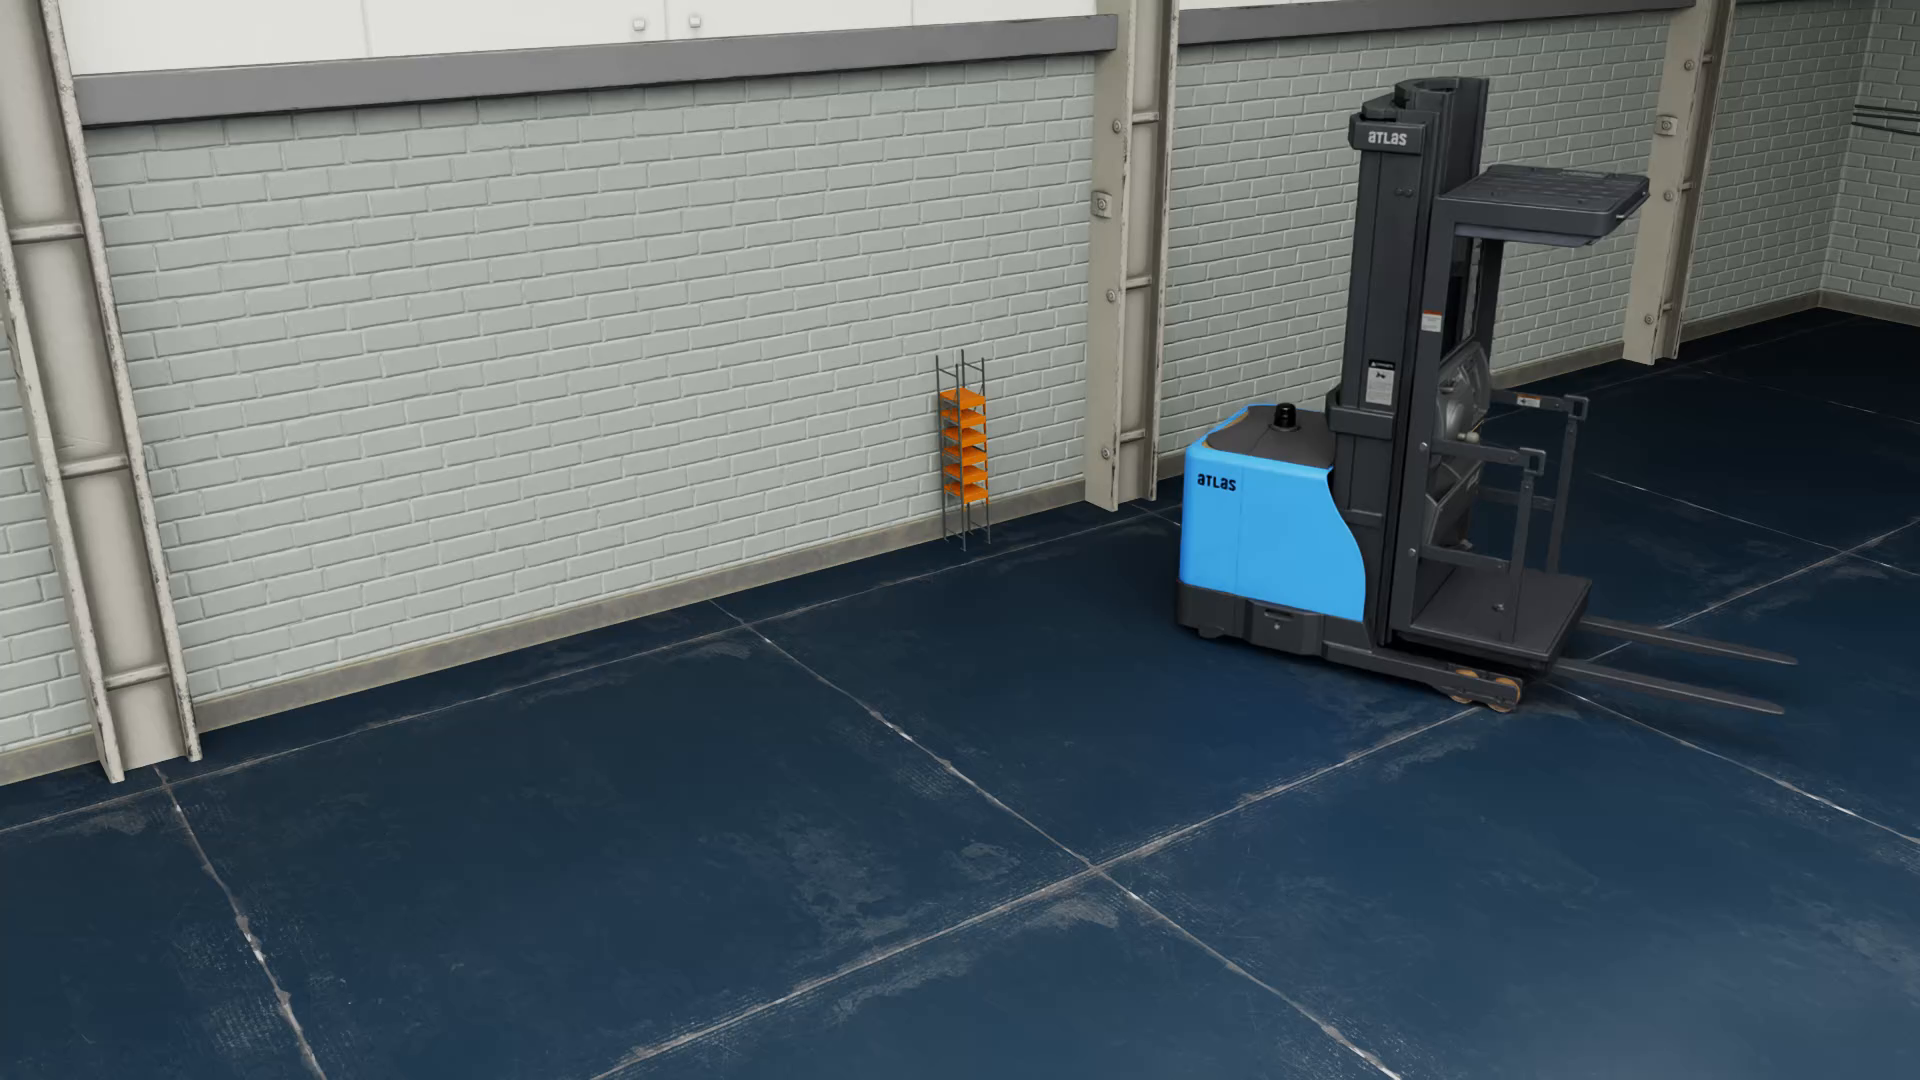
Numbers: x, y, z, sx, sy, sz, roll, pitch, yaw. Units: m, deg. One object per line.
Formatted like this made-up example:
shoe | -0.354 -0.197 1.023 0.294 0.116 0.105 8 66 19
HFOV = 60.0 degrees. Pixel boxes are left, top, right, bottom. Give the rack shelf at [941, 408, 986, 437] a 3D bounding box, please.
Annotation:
rack shelf | 0.013 -0.719 10.043 0.180 0.103 0.258 -16 27 -29

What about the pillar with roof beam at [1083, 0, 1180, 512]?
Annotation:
pillar with roof beam | 3.576 -3.158 6.168 0.400 9.000 9.100 -15 26 -33

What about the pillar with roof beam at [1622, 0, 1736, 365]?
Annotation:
pillar with roof beam | 8.446 -4.457 9.423 0.400 9.000 9.100 -15 26 -33

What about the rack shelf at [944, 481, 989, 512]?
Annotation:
rack shelf | 0.031 -0.278 10.232 0.180 0.103 0.258 -16 27 -29

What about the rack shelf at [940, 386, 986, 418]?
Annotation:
rack shelf | 0.009 -0.830 9.996 0.180 0.103 0.258 -16 27 -29

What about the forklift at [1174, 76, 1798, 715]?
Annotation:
forklift | 2.706 -0.732 8.277 3.031 2.935 1.130 12 25 28

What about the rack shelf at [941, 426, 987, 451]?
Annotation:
rack shelf | 0.018 -0.609 10.090 0.180 0.103 0.258 -16 27 -29

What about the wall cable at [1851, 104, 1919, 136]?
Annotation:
wall cable | 9.096 -4.549 13.845 0.112 2.526 3.097 -15 26 -33

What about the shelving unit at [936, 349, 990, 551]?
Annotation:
shelving unit | 0.021 -0.540 10.120 0.189 1.200 0.258 -16 27 -29

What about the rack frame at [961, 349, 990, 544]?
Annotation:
rack frame | 0.097 -0.562 10.165 0.006 1.200 0.240 -16 27 -29

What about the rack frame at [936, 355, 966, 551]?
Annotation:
rack frame | -0.056 -0.517 10.075 0.006 1.200 0.240 -16 27 -29

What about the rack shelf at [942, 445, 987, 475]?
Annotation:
rack shelf | 0.022 -0.499 10.137 0.180 0.103 0.258 -16 27 -29

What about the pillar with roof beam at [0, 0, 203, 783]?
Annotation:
pillar with roof beam | -1.295 -1.859 2.914 0.400 9.000 9.100 -15 26 -33

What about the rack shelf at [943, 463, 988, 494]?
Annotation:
rack shelf | 0.027 -0.389 10.184 0.180 0.103 0.258 -16 27 -29
